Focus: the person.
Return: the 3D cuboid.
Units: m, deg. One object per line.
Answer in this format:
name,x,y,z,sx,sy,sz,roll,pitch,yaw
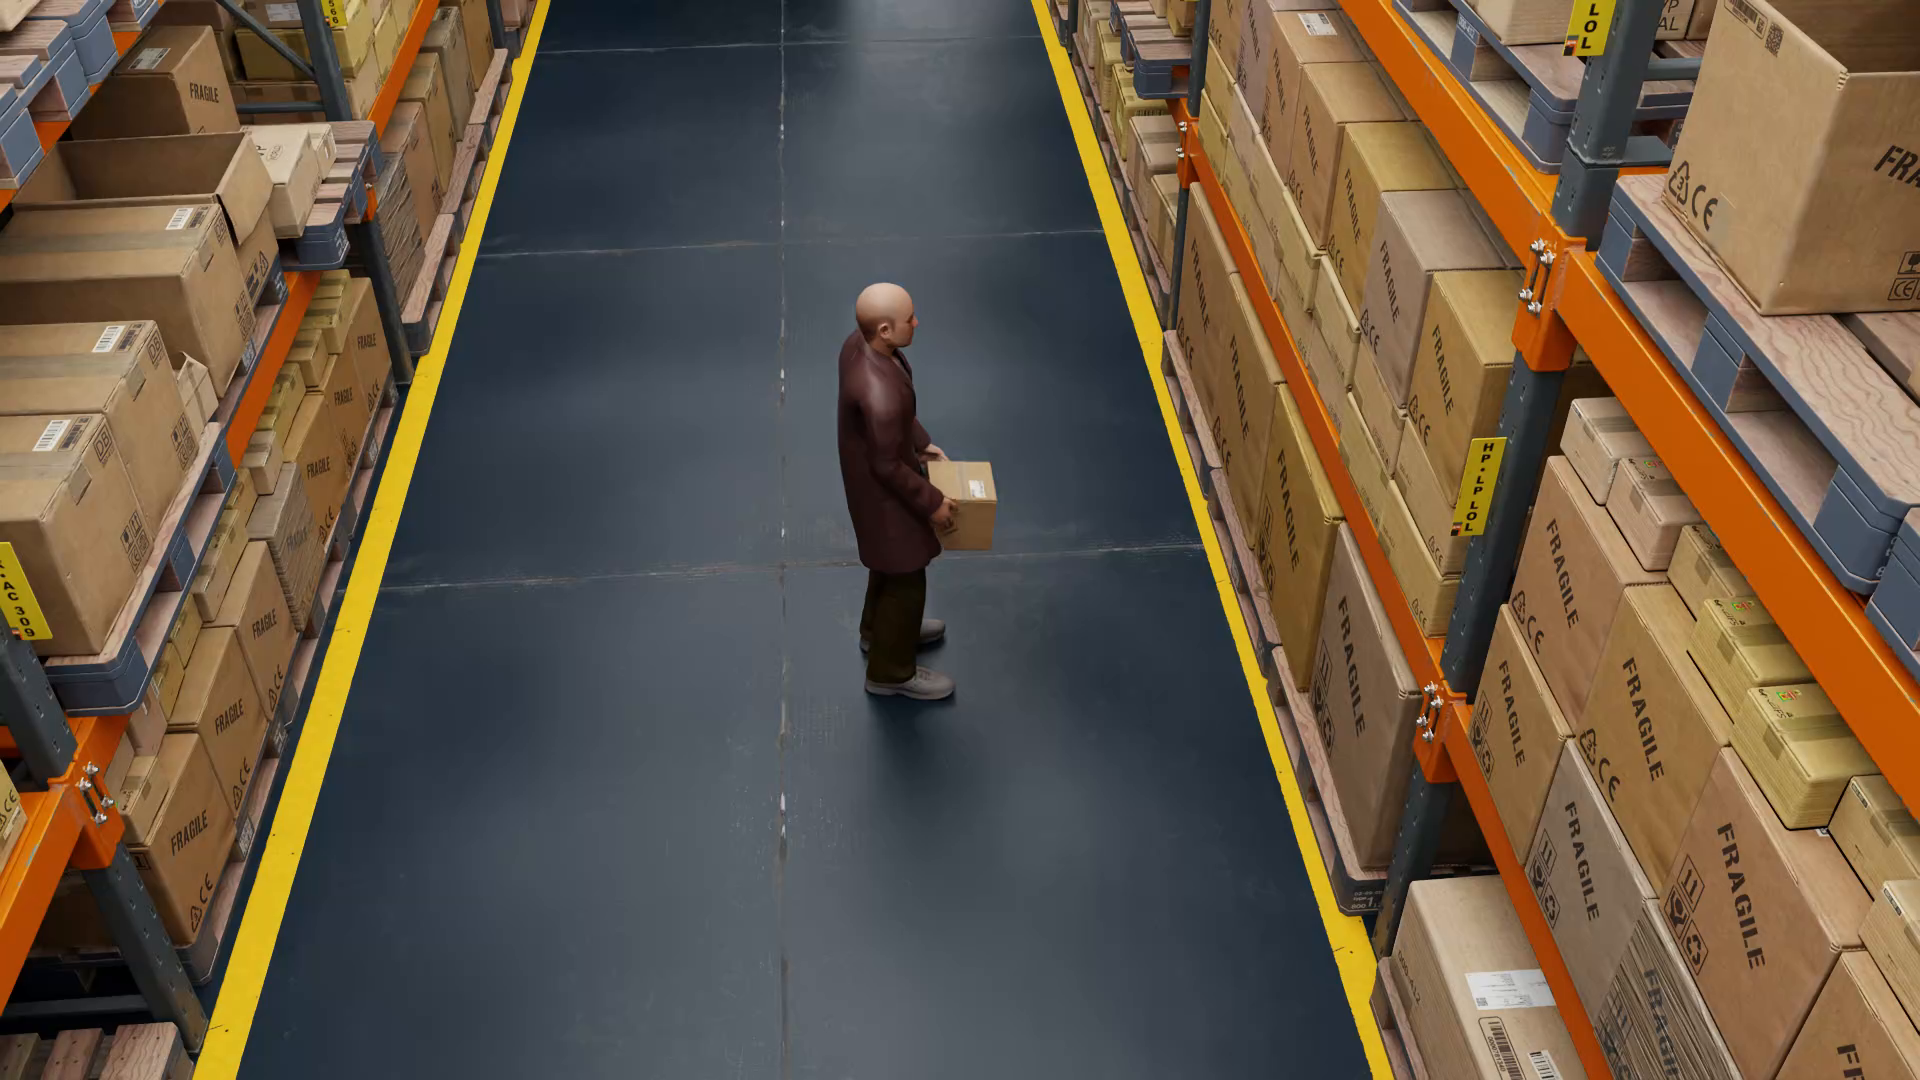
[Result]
person,-0.239,-0.193,6.402,0.443,1.781,0.579,-4,39,-5
